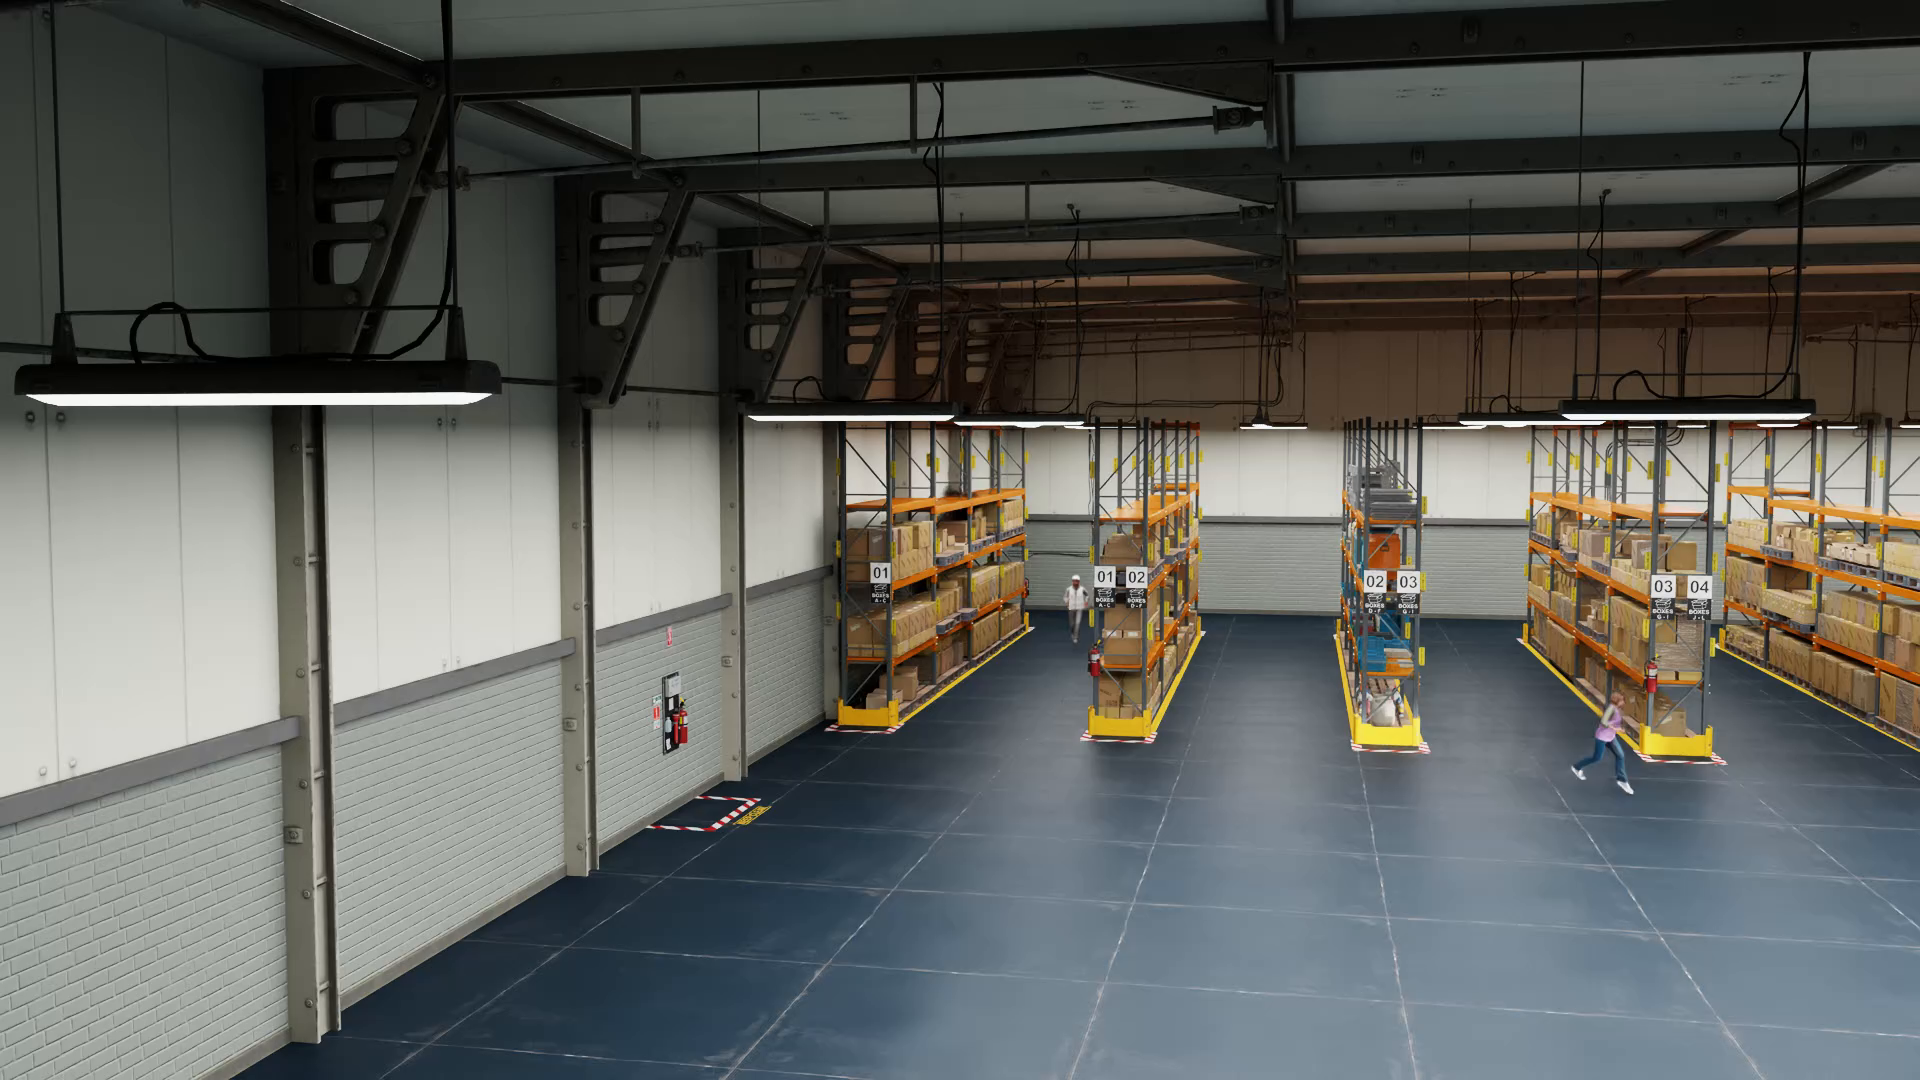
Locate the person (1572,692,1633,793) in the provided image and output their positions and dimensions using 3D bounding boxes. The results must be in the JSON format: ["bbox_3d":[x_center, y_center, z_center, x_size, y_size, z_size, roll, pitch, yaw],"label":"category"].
[{"bbox_3d":[10.304,3.207,26.652,0.542,1.588,0.997,-3,5,-43],"label":"person"}]

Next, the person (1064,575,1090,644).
[{"bbox_3d":[3.013,1.784,43.076,0.677,1.735,0.804,1,4,9],"label":"person"}]
